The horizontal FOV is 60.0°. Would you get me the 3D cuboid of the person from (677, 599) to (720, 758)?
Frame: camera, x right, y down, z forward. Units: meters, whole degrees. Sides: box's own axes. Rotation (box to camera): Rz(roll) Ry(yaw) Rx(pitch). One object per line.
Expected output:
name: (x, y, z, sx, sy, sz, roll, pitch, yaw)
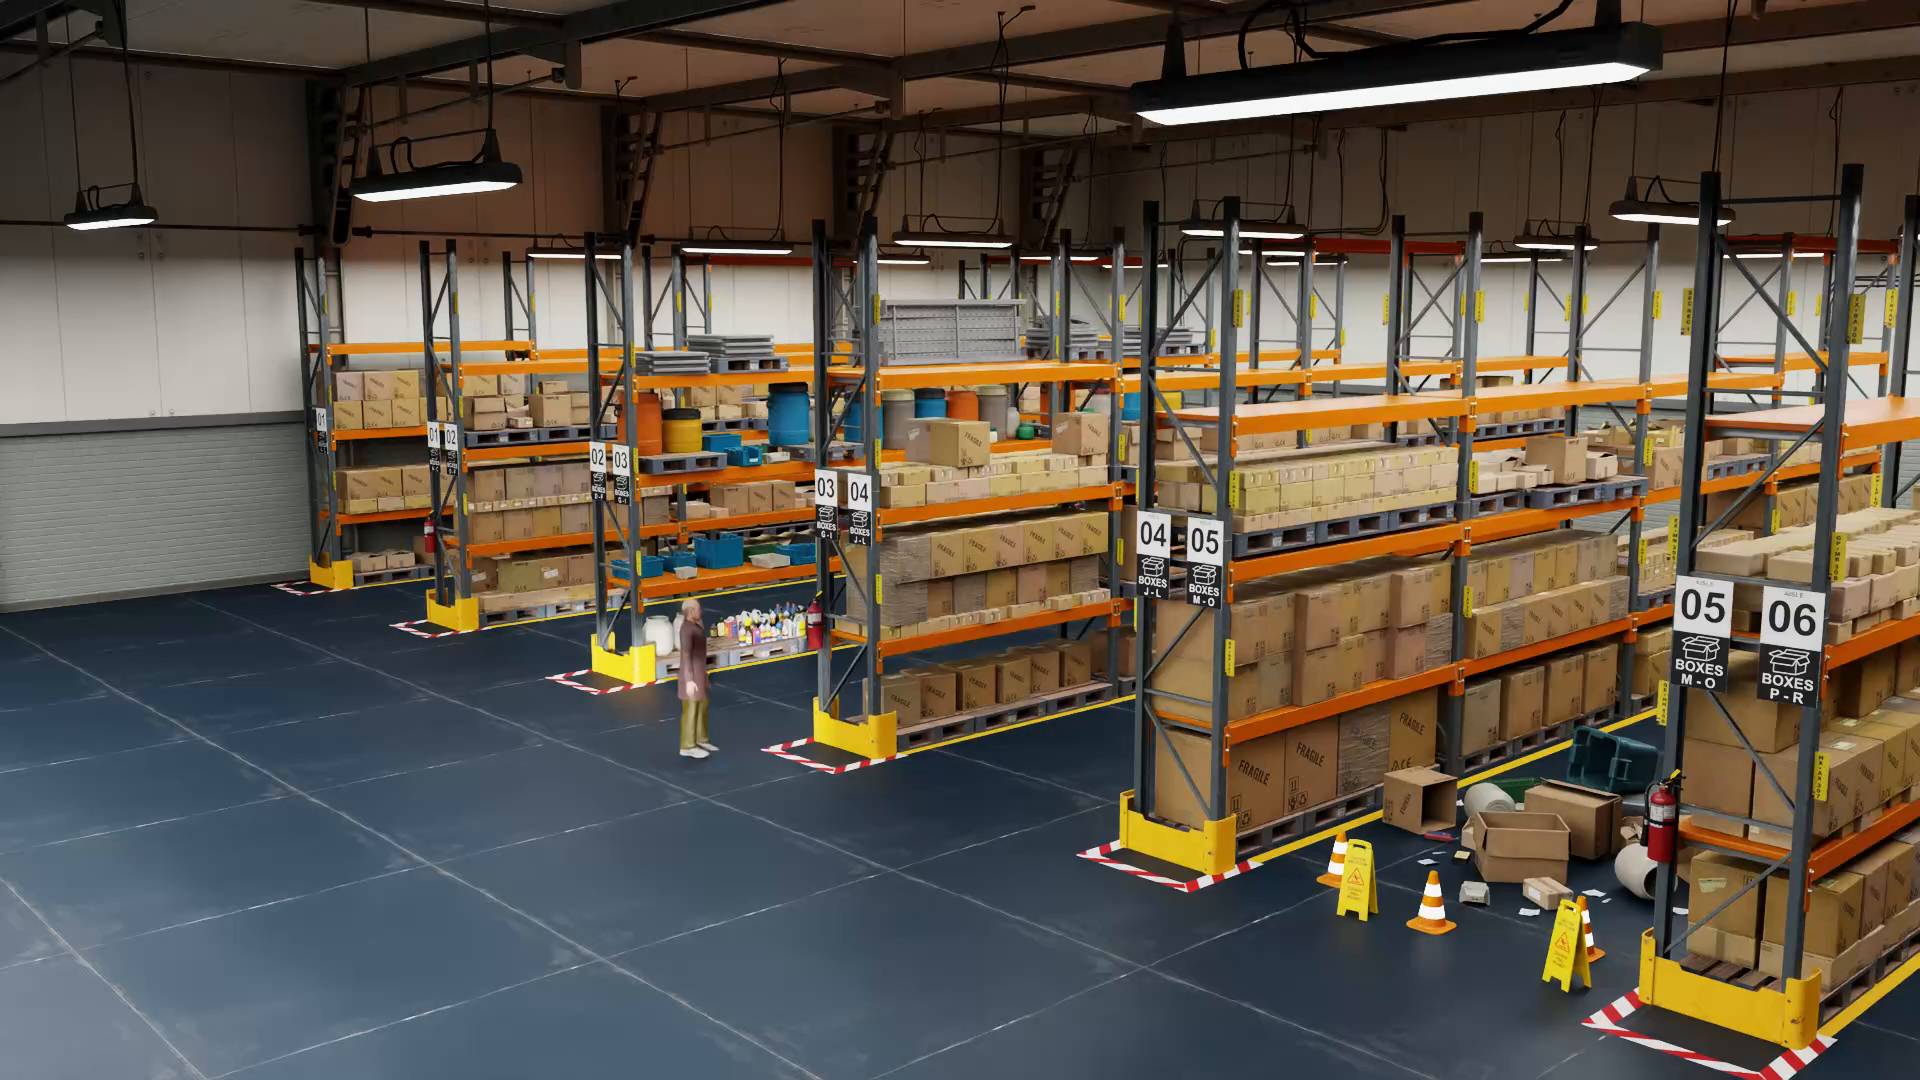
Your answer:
person: (-2.961, 1.576, 18.736, 0.434, 1.831, 0.653, 0, 8, -2)
